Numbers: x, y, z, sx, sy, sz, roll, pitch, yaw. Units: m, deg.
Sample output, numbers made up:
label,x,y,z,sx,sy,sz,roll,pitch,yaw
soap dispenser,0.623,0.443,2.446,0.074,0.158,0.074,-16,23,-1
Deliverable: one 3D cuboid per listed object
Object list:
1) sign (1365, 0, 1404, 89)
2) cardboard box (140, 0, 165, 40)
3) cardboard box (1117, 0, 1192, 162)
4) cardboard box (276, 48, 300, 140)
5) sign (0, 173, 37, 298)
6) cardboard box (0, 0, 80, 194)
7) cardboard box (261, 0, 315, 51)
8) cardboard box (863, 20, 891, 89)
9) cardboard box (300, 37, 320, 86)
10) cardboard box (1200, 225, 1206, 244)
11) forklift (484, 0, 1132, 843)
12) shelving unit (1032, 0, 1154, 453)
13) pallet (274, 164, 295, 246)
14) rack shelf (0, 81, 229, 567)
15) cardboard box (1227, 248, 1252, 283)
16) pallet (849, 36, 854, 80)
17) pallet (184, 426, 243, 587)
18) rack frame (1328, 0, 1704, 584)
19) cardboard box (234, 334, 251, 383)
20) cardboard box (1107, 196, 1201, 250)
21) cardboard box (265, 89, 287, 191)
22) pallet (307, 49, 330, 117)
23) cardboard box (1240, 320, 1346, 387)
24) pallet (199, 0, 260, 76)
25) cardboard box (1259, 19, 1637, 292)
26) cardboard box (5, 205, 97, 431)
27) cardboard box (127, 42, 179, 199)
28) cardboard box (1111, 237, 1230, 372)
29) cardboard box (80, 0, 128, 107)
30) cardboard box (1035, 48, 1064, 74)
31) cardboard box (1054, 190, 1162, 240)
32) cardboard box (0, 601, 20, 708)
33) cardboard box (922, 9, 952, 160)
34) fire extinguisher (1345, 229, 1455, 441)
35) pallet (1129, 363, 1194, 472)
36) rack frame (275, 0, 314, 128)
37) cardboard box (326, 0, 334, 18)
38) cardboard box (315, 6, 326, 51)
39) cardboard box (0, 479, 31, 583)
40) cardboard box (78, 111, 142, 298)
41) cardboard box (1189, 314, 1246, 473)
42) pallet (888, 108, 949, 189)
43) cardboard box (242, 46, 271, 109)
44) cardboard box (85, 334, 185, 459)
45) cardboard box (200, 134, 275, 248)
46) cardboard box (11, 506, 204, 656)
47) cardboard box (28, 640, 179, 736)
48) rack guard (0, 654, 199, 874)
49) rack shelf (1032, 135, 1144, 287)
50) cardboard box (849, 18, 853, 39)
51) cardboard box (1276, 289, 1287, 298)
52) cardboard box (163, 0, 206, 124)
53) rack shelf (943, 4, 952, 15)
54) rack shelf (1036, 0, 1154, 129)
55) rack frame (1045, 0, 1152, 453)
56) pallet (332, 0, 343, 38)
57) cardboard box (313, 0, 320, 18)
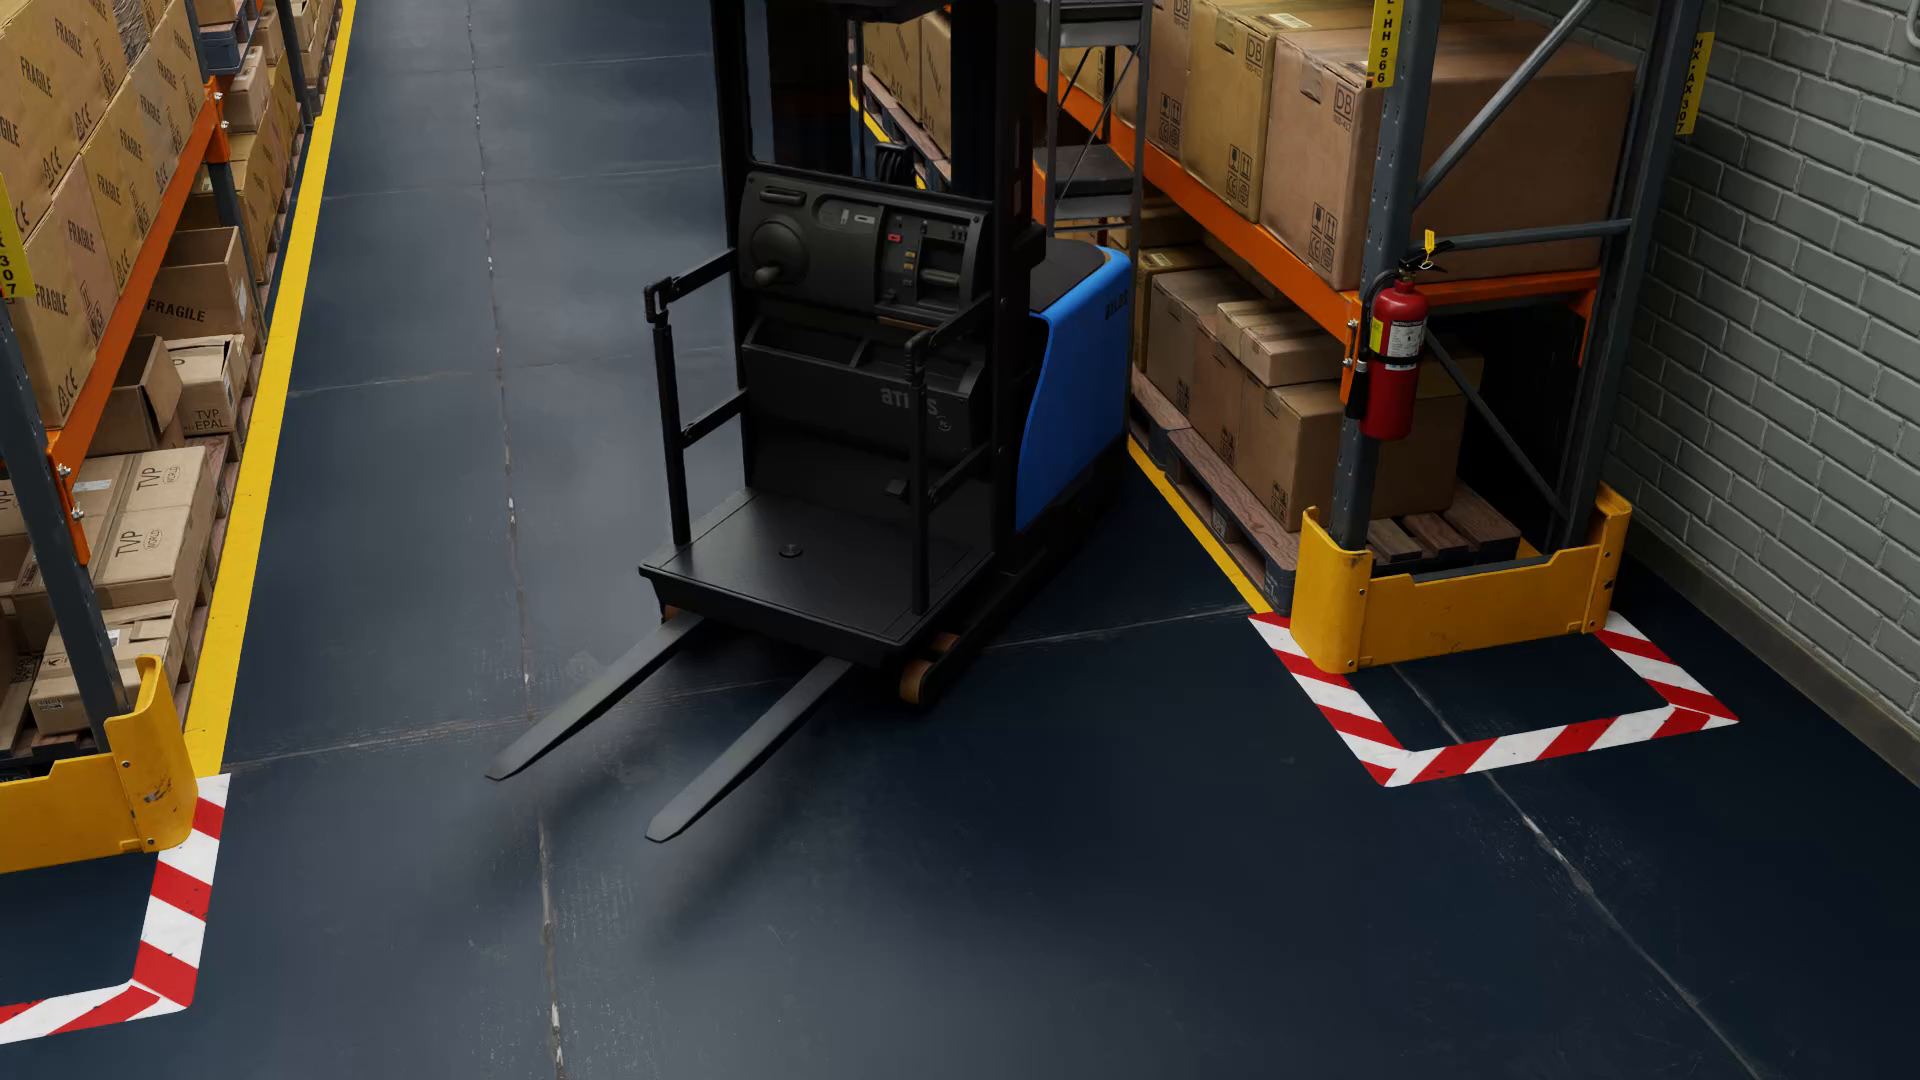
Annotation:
label,x,y,z,sx,sy,sz,roll,pitch,yaw
sign,1.281,-1.522,4.994,0.100,0.325,0.005,-8,31,-13
cardboard box,-3.506,-2.275,6.588,0.500,0.500,0.500,-8,31,-14
cardboard box,1.266,-2.078,7.047,0.980,0.700,0.700,-9,31,-16
cardboard box,-4.616,-2.876,10.780,0.500,0.500,0.500,-7,31,-11
sign,-2.444,-0.771,4.223,0.100,0.325,0.005,-8,31,-13
cardboard box,-2.977,-1.301,4.905,0.500,0.500,0.500,-8,31,-13
cardboard box,-4.946,-3.714,11.938,0.500,0.311,0.500,-7,31,-12
cardboard box,-0.247,-3.727,11.921,0.750,0.750,0.750,-8,31,-14
cardboard box,-4.946,-3.471,12.079,0.500,0.250,0.500,-8,31,-13
cardboard box,1.277,-1.515,7.801,0.380,0.149,0.250,-8,31,-13
forklift,-0.444,-0.950,5.465,1.130,2.935,3.031,15,33,24
shelving unit,0.499,-1.403,7.075,0.431,2.100,0.503,-6,30,-10
pallet,-4.608,-2.027,10.041,1.003,0.211,1.213,-8,31,-13
rack shelf,-3.498,-0.978,6.164,1.077,0.370,4.000,-8,31,-13
cardboard box,1.414,-1.268,7.375,0.380,0.149,0.250,-8,31,-13
pallet,-0.521,-4.019,13.482,1.003,0.211,1.213,-8,31,-13
pallet,-3.520,-0.127,6.758,1.003,0.211,1.213,-8,31,-13
rack frame,1.808,-0.984,5.456,1.000,3.000,0.127,-8,31,-13
cardboard box,-3.447,-0.802,7.547,0.380,0.149,0.250,-8,31,-13
cardboard box,0.900,-1.480,7.742,0.380,0.149,0.250,-9,31,-15
cardboard box,-4.333,-2.373,9.912,0.500,0.500,0.500,-9,31,-15
pallet,-5.271,-3.384,12.385,1.003,0.211,1.213,-8,31,-13
cardboard box,1.316,-0.727,6.441,0.380,0.149,0.250,-8,31,-14
pallet,-4.136,-2.573,8.393,1.003,0.211,1.213,-8,31,-13
cardboard box,1.663,-1.359,5.804,0.980,0.700,0.700,-6,31,-11
cardboard box,-2.831,-0.616,4.721,0.500,0.500,0.500,-7,31,-12
cardboard box,-3.372,-1.595,6.412,0.500,0.500,0.500,-7,31,-12
cardboard box,1.110,-1.150,7.818,0.700,0.500,0.500,-7,31,-12
cardboard box,-3.240,-1.788,5.747,0.500,0.500,0.500,-8,31,-14
cardboard box,0.875,-2.782,8.262,0.980,0.700,0.700,-7,31,-13
cardboard box,0.846,-1.641,8.667,0.700,0.500,0.500,-7,31,-13
cardboard box,-3.349,0.338,5.228,0.500,0.500,0.500,-8,31,-13
cardboard box,0.210,-2.893,10.481,0.750,0.750,0.750,-7,31,-12
fire extinguisher,1.403,-0.655,5.337,0.296,0.674,0.183,-8,31,-13
pallet,1.200,-0.741,7.820,1.003,0.211,1.213,-8,31,-13
rack frame,-5.090,-4.188,10.990,1.000,3.000,0.127,-8,31,-13
cardboard box,-5.494,-4.458,13.783,0.500,0.250,0.500,-7,31,-12
cardboard box,-5.224,-3.964,12.930,0.500,0.250,0.500,-9,31,-15
cardboard box,-3.572,-0.017,6.090,0.500,0.250,0.500,-8,31,-13
cardboard box,-3.103,-1.108,5.570,0.500,0.500,0.500,-8,31,-13
cardboard box,1.393,-0.651,6.956,0.700,0.500,0.500,-8,31,-13
pallet,0.141,-2.662,11.139,1.003,0.211,1.213,-8,31,-13
cardboard box,-4.321,-2.680,9.693,0.500,0.250,0.500,-8,31,-14
cardboard box,-3.525,-0.459,6.601,0.797,0.503,0.637,-8,31,-13
cardboard box,-4.074,-1.886,9.071,0.500,0.500,0.500,-7,31,-13
cardboard box,-2.971,0.134,5.830,0.500,0.250,0.500,-8,31,-13
cardboard box,-2.747,0.472,5.347,0.380,0.149,0.250,-8,31,-13
rack guard,-2.987,0.721,5.005,1.175,0.500,0.348,-8,31,-13
rack shelf,0.499,-1.391,7.082,0.431,0.518,0.480,-6,30,-10
cardboard box,-0.557,-4.297,13.236,0.700,0.500,0.500,-7,31,-13
cardboard box,1.551,-1.021,6.949,0.380,0.149,0.250,-8,31,-13
cardboard box,-3.649,-2.092,7.270,0.500,0.500,0.500,-7,31,-12
rack shelf,0.215,-3.571,10.643,1.077,0.370,4.000,-8,31,-13
rack shelf,0.499,-1.999,6.734,0.431,0.518,0.480,-6,30,-10
rack frame,0.548,-1.284,6.868,0.400,2.100,0.015,-6,30,-10
pallet,-5.919,-4.562,14.421,1.003,0.211,1.213,-8,31,-13
cardboard box,-5.227,-4.213,12.801,0.500,0.311,0.500,-9,31,-15
